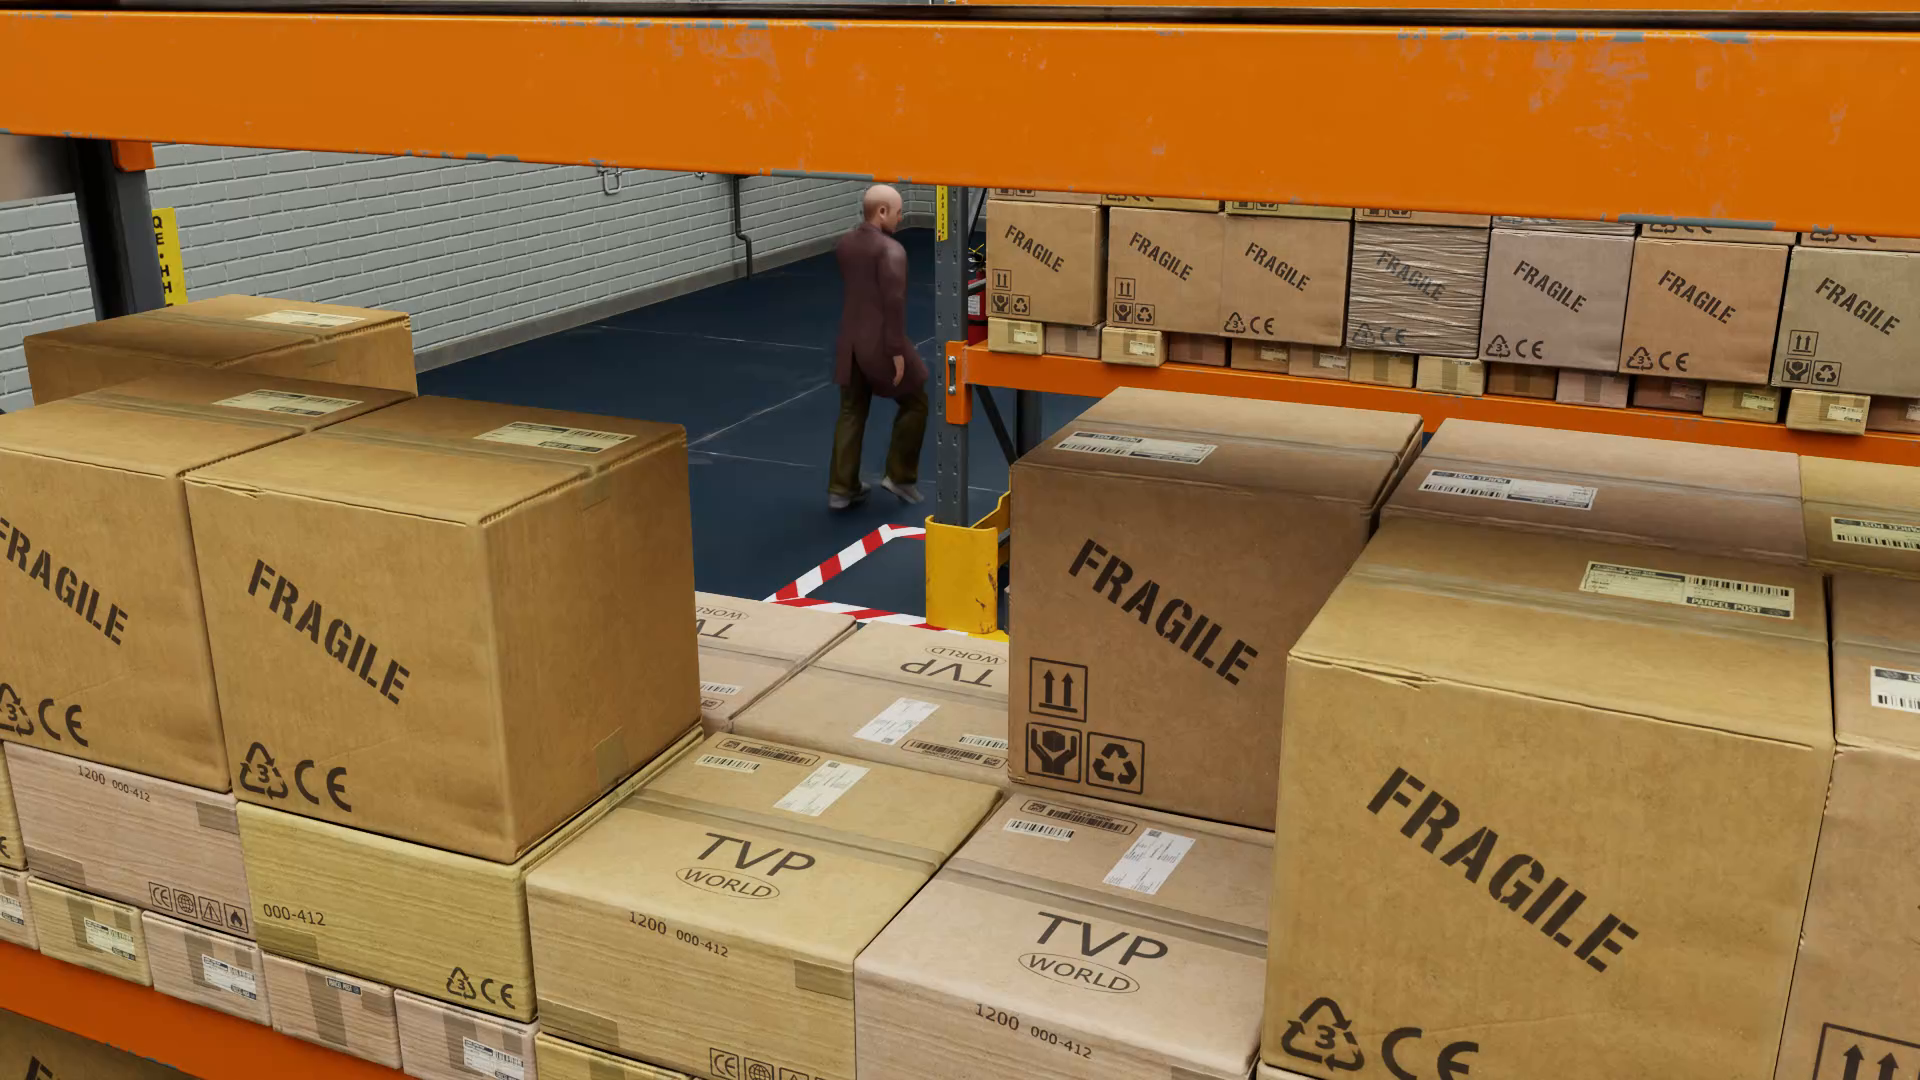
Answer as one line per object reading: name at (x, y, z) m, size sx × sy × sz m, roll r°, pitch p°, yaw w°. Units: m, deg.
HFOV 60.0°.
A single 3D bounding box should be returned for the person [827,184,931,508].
person at (-0.447, -1.015, 9.137) m, size 0.598 × 1.848 × 0.663 m, roll 16°, pitch 24°, yaw 38°
